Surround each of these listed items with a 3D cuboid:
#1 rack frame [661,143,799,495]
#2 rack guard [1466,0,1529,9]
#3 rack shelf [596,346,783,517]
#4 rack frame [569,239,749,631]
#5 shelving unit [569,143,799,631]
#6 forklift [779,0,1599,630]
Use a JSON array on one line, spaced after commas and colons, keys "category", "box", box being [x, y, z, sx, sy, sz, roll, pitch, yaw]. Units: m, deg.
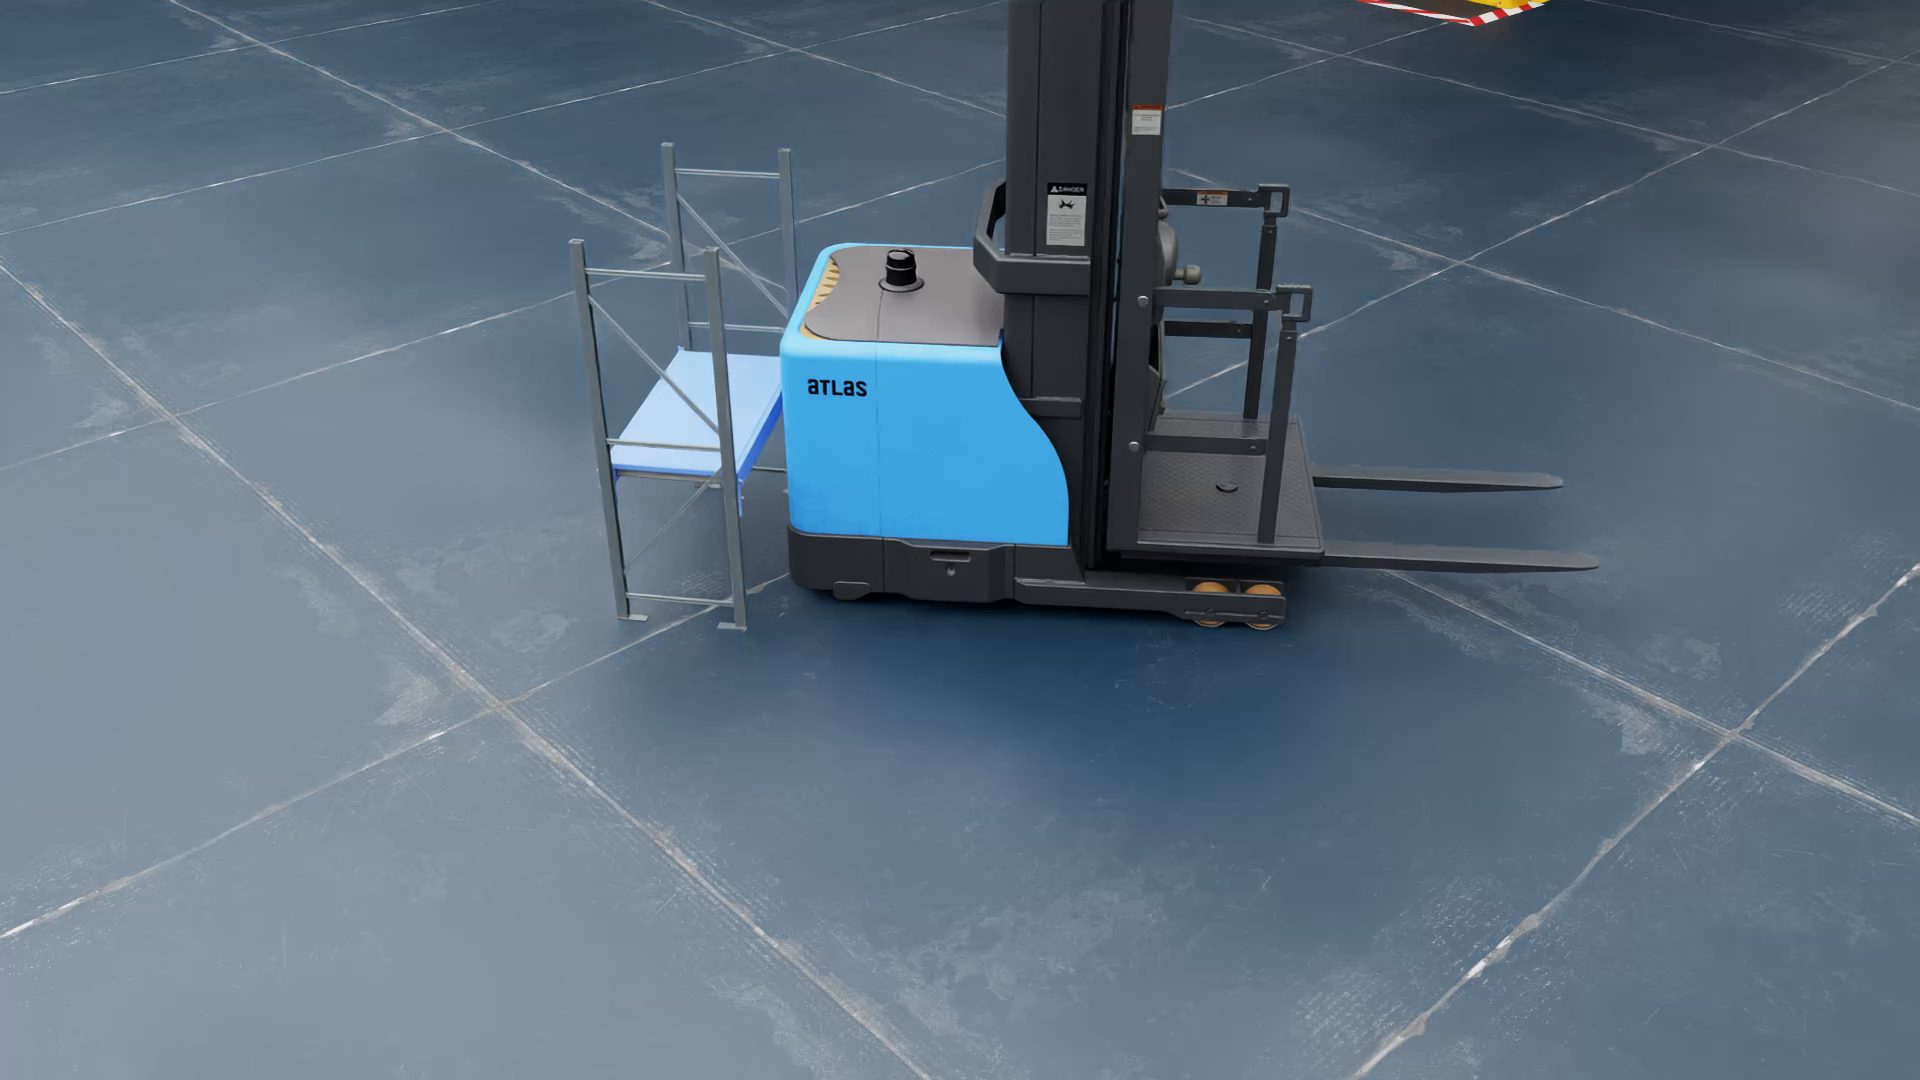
[{"category": "rack frame", "box": [-0.890, -0.853, 6.707, 0.500, 1.500, 0.032, 4, 32, 7]}, {"category": "rack guard", "box": [4.388, -4.995, 14.440, 0.348, 0.500, 1.175, -26, 40, -35]}, {"category": "rack shelf", "box": [-0.965, -0.437, 6.372, 0.538, 0.185, 1.000, 4, 32, 7]}, {"category": "rack frame", "box": [-1.040, -0.328, 5.849, 0.500, 1.500, 0.032, 4, 32, 7]}, {"category": "shelving unit", "box": [-0.965, -0.591, 6.278, 0.538, 1.500, 1.048, 4, 32, 7]}, {"category": "forklift", "box": [0.893, -1.207, 5.915, 3.031, 2.935, 1.130, 3, 32, 5]}]
